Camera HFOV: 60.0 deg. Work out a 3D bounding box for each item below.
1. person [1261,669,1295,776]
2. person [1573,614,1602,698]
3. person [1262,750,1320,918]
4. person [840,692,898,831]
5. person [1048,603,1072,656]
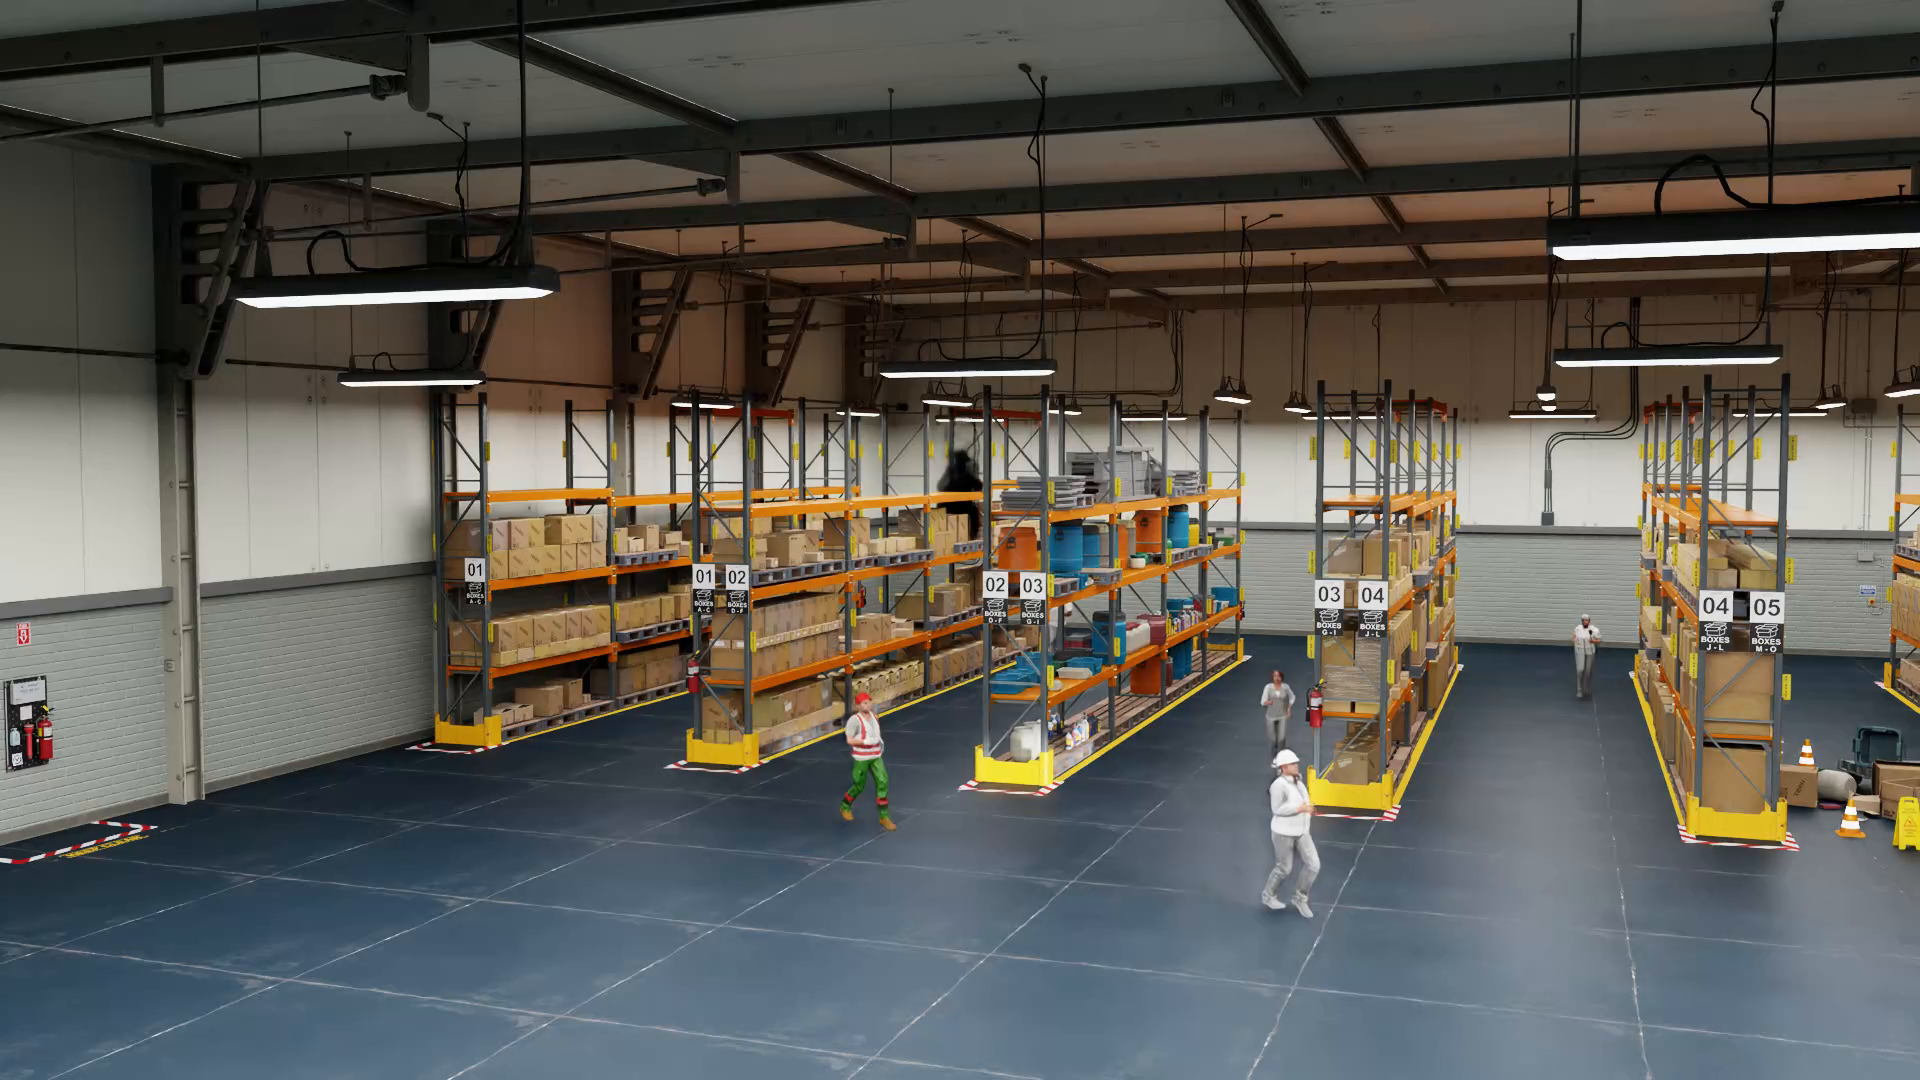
[{"bbox_3d":[4.937,2.866,25.871,0.516,1.539,0.678,1,3,14],"label":"person"},{"bbox_3d":[12.845,2.375,34.070,0.576,1.735,0.762,1,3,22],"label":"person"},{"bbox_3d":[3.576,3.168,17.892,0.637,1.814,0.711,-3,4,-41],"label":"person"},{"bbox_3d":[-1.218,2.914,22.127,0.670,1.775,0.992,-3,4,-40],"label":"person"},{"bbox_3d":[2.108,1.899,36.281,0.679,1.852,0.770,0,3,7],"label":"person"}]
